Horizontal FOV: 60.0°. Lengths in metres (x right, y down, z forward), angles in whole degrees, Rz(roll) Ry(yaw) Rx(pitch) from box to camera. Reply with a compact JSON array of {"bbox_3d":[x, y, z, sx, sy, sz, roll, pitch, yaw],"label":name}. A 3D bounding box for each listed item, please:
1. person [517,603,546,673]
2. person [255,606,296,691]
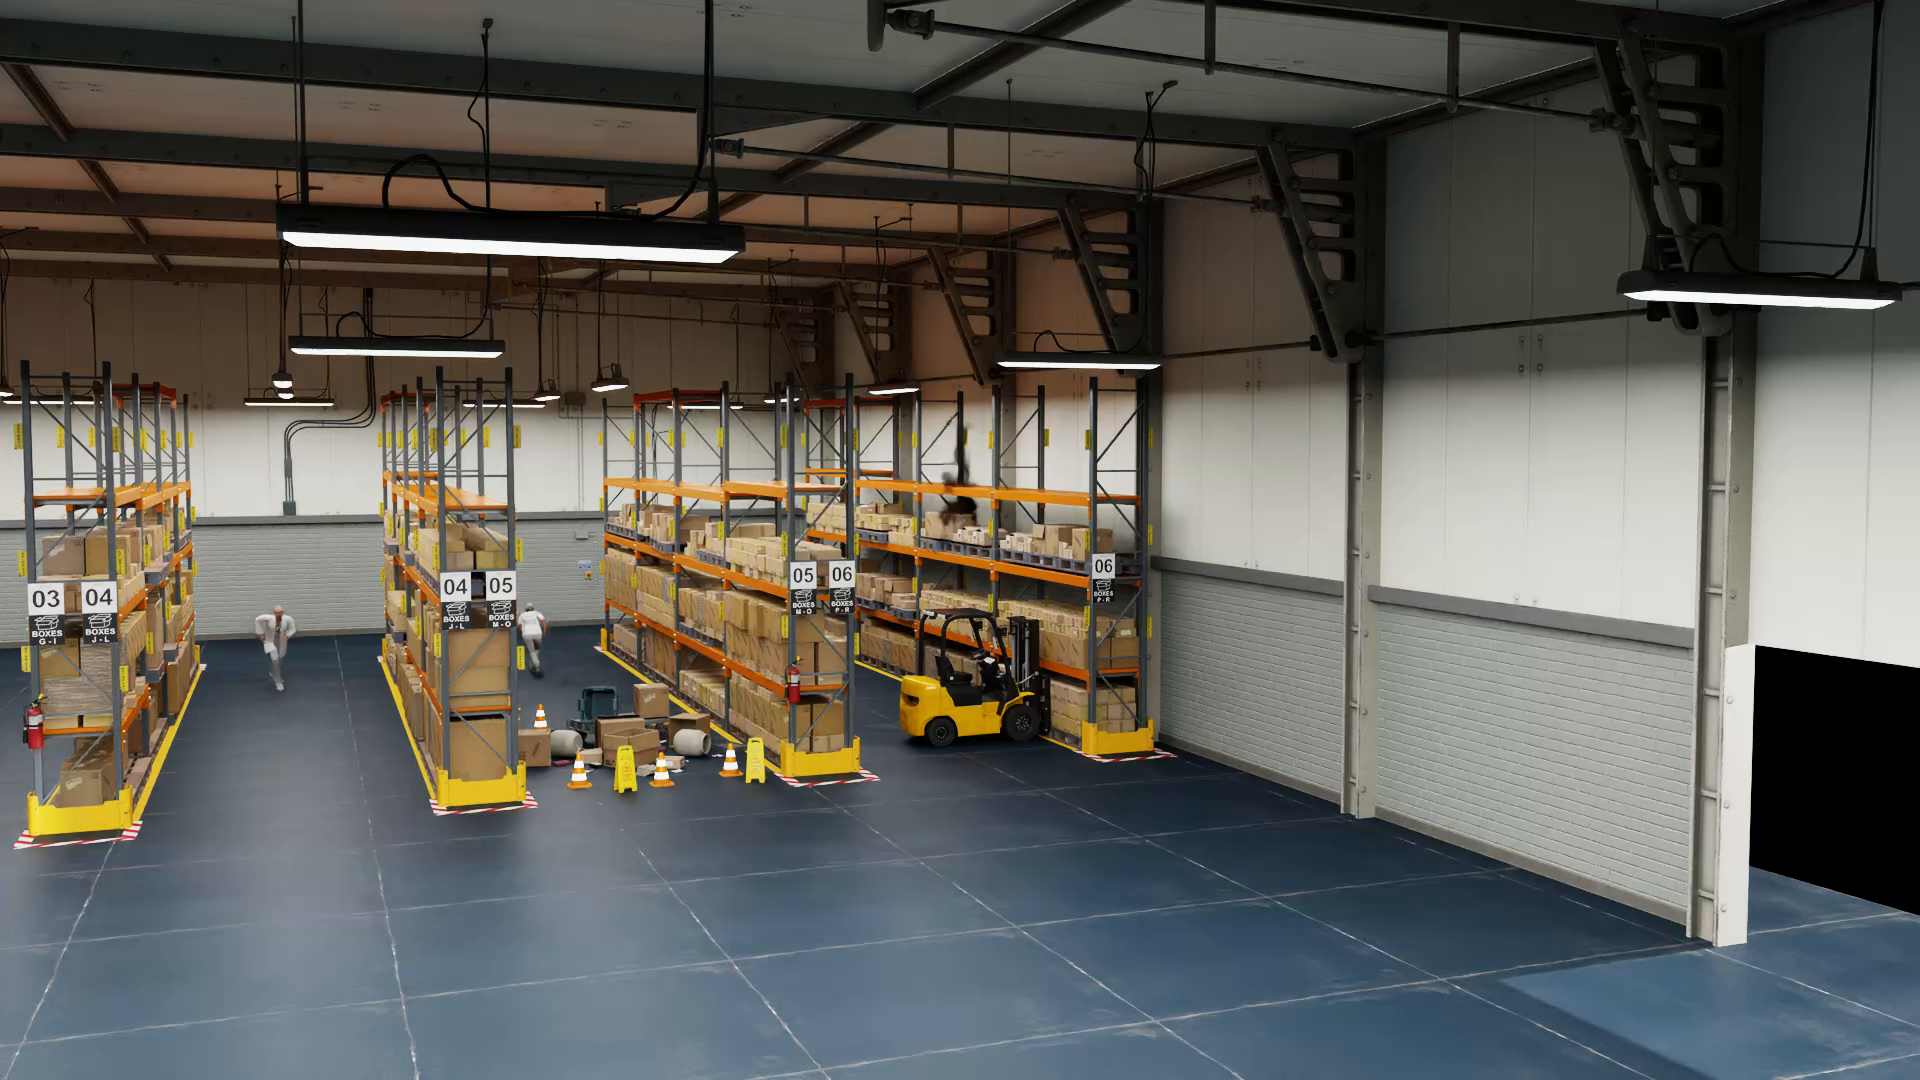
[{"bbox_3d":[-9.164,2.141,35.603,0.610,1.511,1.100,-1,4,-21],"label":"person"},{"bbox_3d":[-13.835,2.166,33.589,0.753,1.744,1.056,-2,4,-31],"label":"person"}]
